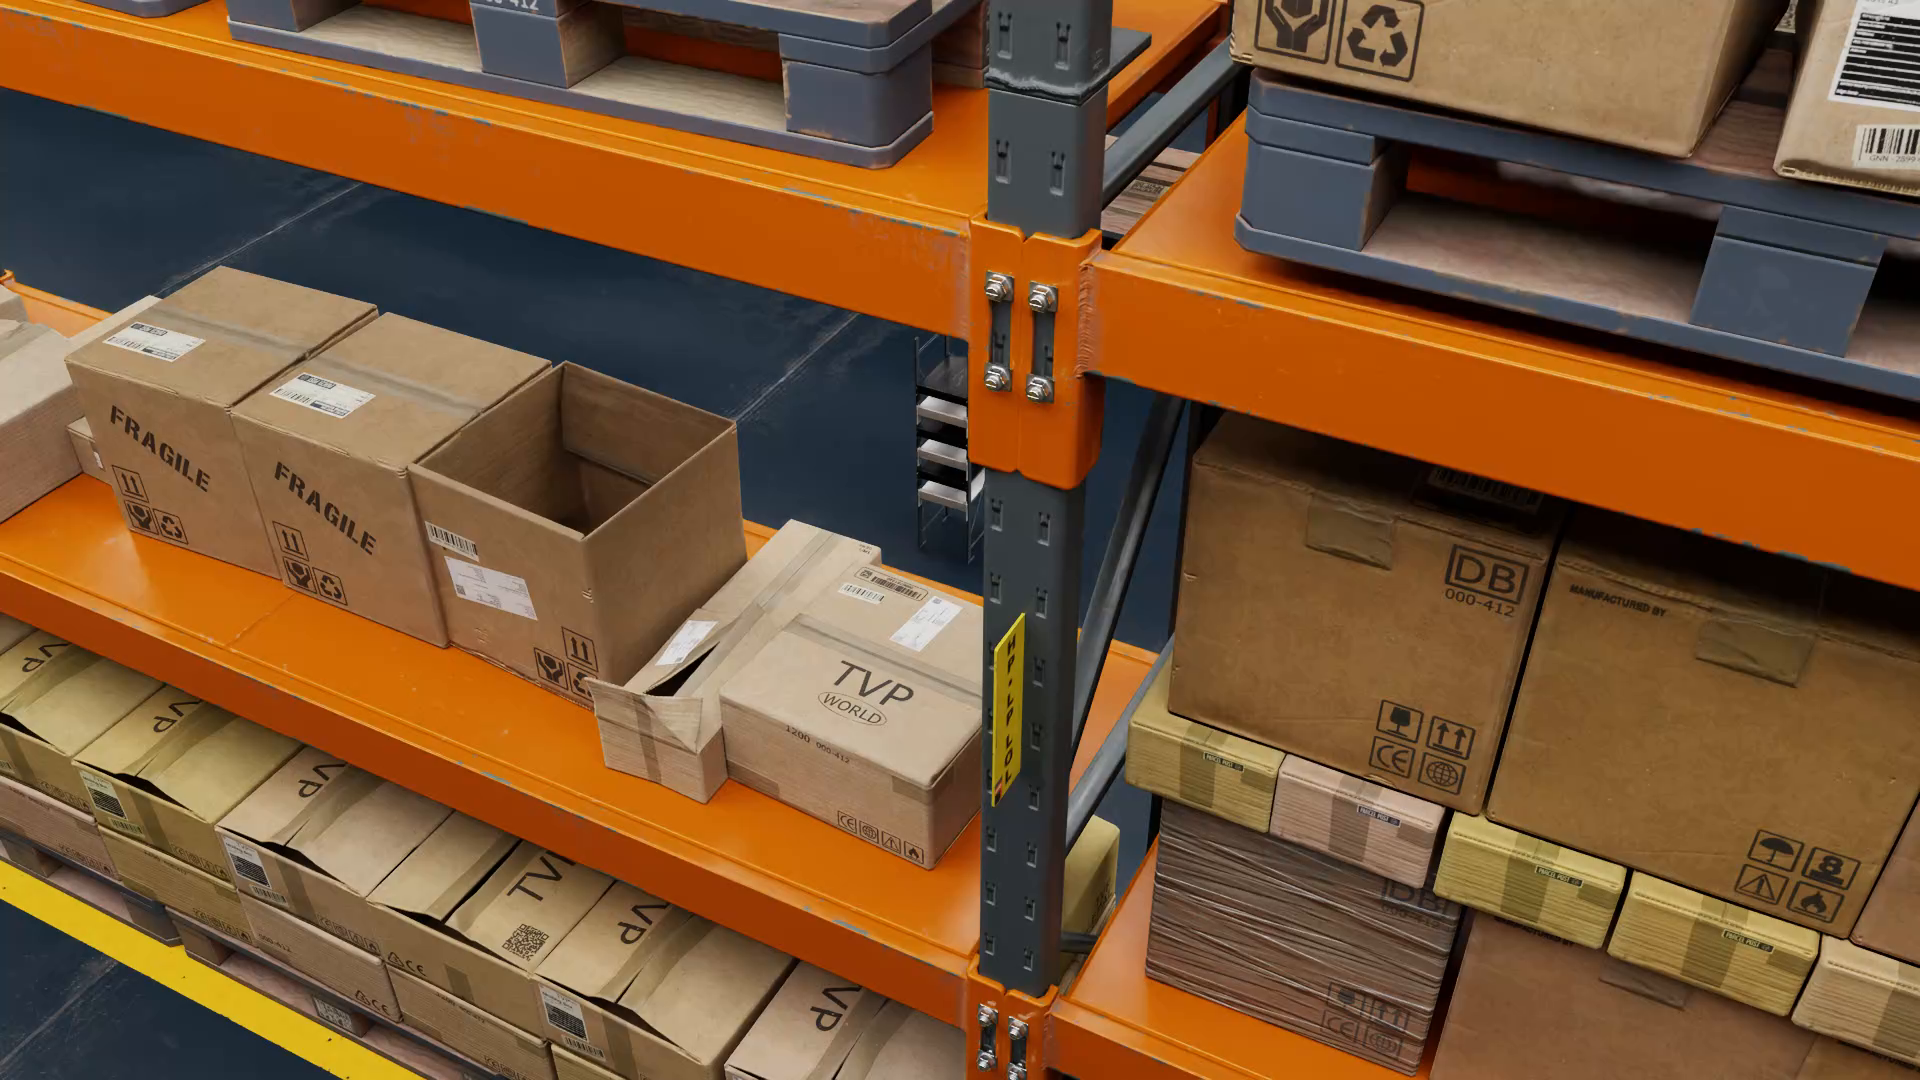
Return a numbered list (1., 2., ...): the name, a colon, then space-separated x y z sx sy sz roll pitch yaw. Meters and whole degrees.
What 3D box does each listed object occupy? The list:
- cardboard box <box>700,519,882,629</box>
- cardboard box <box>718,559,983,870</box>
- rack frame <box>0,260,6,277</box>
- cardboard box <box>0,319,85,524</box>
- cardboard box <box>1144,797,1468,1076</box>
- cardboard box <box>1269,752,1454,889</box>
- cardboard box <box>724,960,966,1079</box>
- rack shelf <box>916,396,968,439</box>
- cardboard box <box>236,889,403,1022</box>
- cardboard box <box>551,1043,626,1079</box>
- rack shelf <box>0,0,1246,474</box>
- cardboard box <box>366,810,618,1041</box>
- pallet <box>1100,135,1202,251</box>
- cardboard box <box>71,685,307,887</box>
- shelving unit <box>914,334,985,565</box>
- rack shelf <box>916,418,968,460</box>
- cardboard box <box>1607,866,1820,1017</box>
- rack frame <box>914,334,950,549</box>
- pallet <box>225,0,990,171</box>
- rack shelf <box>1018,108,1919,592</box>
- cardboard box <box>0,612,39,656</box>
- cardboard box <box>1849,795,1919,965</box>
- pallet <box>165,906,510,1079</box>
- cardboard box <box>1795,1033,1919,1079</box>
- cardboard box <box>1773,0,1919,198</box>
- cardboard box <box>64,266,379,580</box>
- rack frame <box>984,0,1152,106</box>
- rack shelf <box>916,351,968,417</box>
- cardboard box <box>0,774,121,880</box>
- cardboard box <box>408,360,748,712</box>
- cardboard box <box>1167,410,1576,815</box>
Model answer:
1. cardboard box: -0.377 0.141 3.791 0.250 0.149 0.380 17 41 21
2. cardboard box: -0.142 0.343 3.441 0.500 0.250 0.500 20 42 24
3. rack frame: -3.236 -0.715 4.711 0.127 3.000 1.000 17 41 21
4. cardboard box: -2.531 -0.327 4.274 0.500 0.311 0.500 17 40 21
5. cardboard box: 0.712 0.477 3.058 0.500 0.500 0.700 16 40 20
6. cardboard box: 0.688 0.347 2.692 0.250 0.149 0.380 18 41 22
7. cardboard box: -0.176 1.143 3.726 0.500 0.311 0.500 17 41 21
8. rack shelf: -0.007 -0.478 5.892 0.200 0.077 0.258 17 41 21
9. cardboard box: -1.540 0.939 4.458 0.500 0.250 0.500 18 41 22
10. cardboard box: -0.634 1.224 4.084 0.500 0.250 0.500 17 40 21
11. rack shelf: -1.460 -1.067 3.289 4.000 0.370 1.077 17 41 21
12. cardboard box: -1.083 0.862 4.097 0.500 0.311 0.500 17 40 21
13. pallet: 0.794 -1.687 8.297 1.213 0.211 1.003 17 41 21
14. cardboard box: -1.984 0.577 4.472 0.500 0.311 0.500 16 40 20
15. shelving unit: -0.007 -0.361 5.981 0.210 0.900 0.258 17 41 21
16. rack shelf: -0.007 -0.406 5.947 0.200 0.077 0.258 17 41 21
17. cardboard box: 1.151 0.490 2.504 0.250 0.149 0.380 17 40 21
18. rack frame: -0.097 -0.389 6.018 0.006 0.900 0.240 17 41 21
19. pallet: -0.474 -0.960 2.711 1.217 0.209 0.805 16 40 20
20. rack shelf: 2.091 0.045 1.824 4.000 0.370 1.077 17 41 21
21. cardboard box: -2.906 0.293 4.846 0.500 0.311 0.500 19 41 23
22. cardboard box: 1.606 0.240 2.297 0.500 0.500 0.700 17 41 21
23. pallet: -1.444 0.985 4.777 1.213 0.211 1.003 17 41 21
24. cardboard box: 1.627 0.762 2.682 0.500 0.500 0.700 18 41 22
25. cardboard box: 1.121 -0.553 1.628 0.500 0.311 0.500 15 40 19
26. cardboard box: -1.739 -0.297 4.078 0.500 0.500 0.500 15 40 19
27. rack frame: 0.315 -1.992 1.432 0.127 3.000 1.000 17 41 21
28. rack shelf: -0.007 -0.549 5.838 0.200 0.077 0.258 17 41 21
29. cardboard box: -2.460 0.655 4.833 0.500 0.250 0.500 16 40 20
30. cardboard box: -0.827 -0.012 3.702 0.500 0.500 0.500 20 42 25
31. cardboard box: 0.712 -0.039 2.665 0.500 0.500 0.700 18 41 22
